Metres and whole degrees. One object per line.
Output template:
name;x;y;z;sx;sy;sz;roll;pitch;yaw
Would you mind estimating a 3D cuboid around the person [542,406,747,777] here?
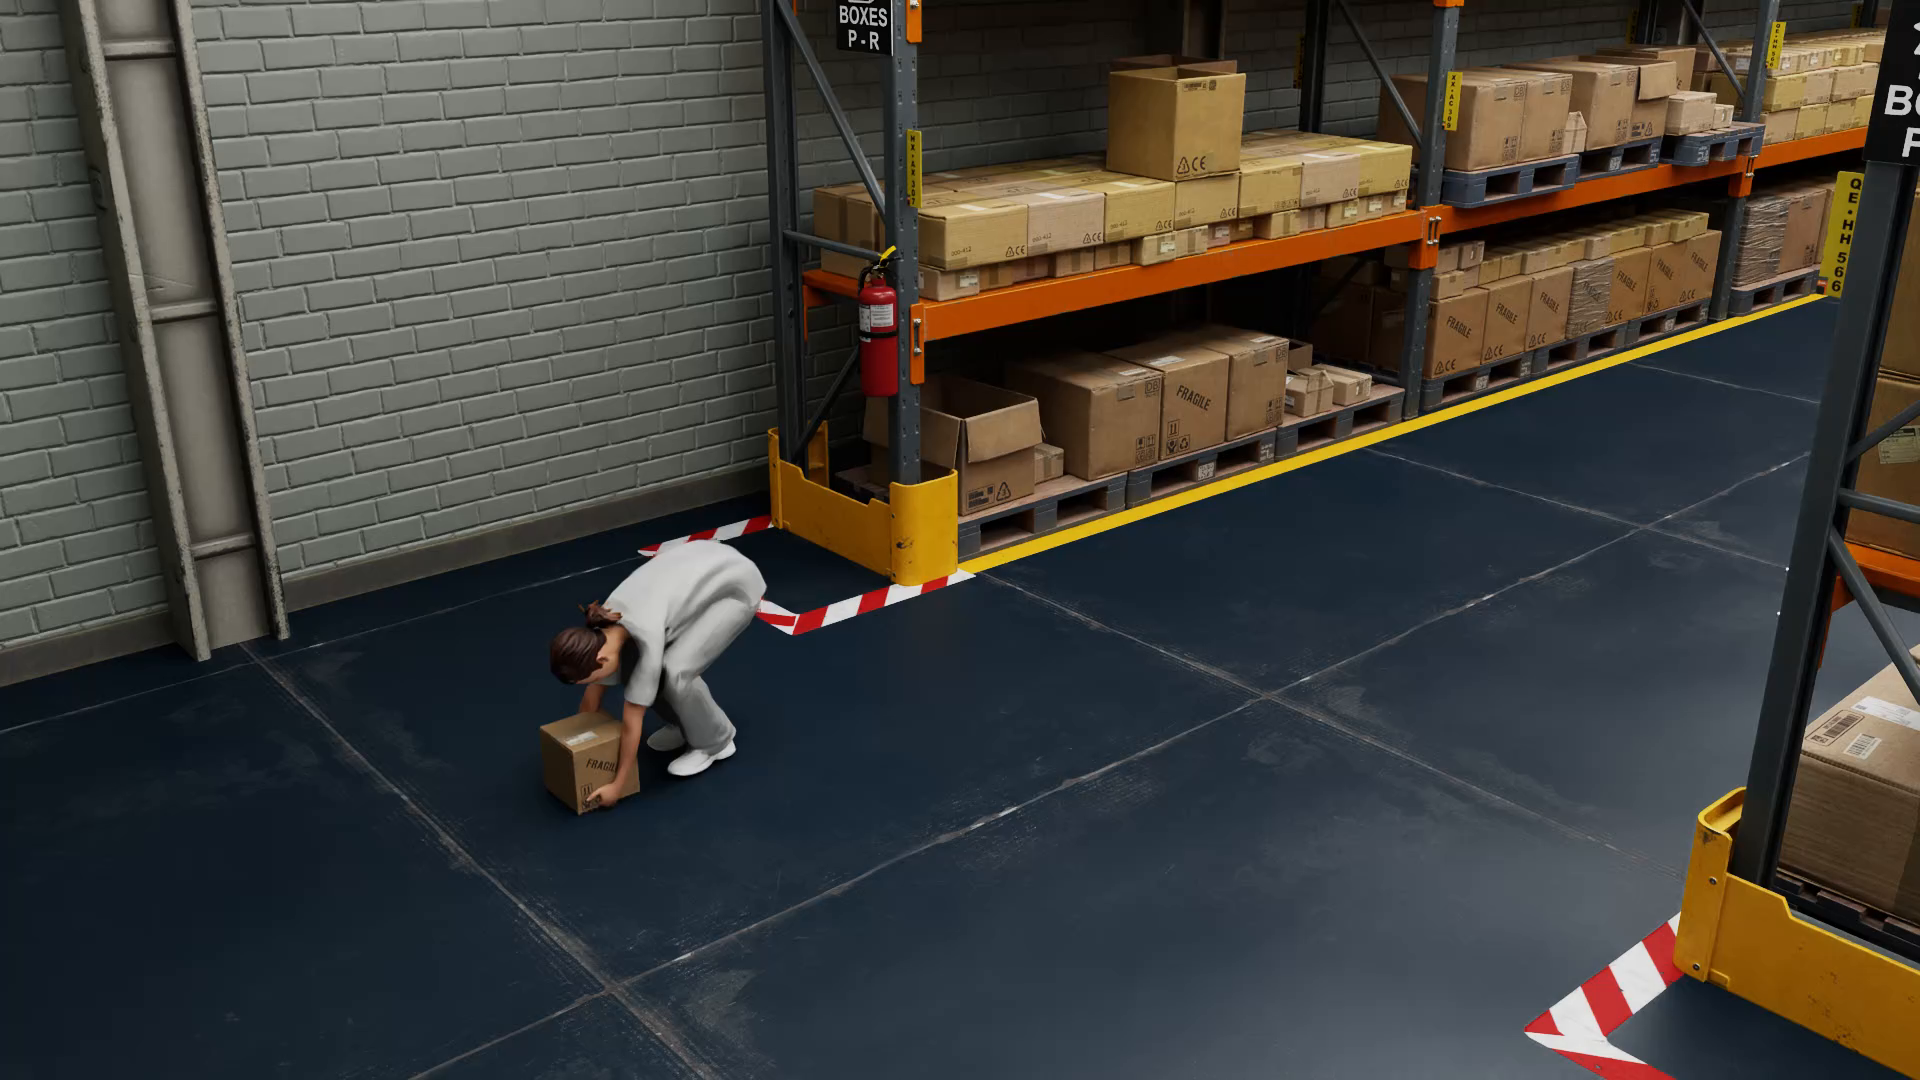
person;-1.106;0.170;5.964;0.728;1.449;0.407;-18;27;-39
